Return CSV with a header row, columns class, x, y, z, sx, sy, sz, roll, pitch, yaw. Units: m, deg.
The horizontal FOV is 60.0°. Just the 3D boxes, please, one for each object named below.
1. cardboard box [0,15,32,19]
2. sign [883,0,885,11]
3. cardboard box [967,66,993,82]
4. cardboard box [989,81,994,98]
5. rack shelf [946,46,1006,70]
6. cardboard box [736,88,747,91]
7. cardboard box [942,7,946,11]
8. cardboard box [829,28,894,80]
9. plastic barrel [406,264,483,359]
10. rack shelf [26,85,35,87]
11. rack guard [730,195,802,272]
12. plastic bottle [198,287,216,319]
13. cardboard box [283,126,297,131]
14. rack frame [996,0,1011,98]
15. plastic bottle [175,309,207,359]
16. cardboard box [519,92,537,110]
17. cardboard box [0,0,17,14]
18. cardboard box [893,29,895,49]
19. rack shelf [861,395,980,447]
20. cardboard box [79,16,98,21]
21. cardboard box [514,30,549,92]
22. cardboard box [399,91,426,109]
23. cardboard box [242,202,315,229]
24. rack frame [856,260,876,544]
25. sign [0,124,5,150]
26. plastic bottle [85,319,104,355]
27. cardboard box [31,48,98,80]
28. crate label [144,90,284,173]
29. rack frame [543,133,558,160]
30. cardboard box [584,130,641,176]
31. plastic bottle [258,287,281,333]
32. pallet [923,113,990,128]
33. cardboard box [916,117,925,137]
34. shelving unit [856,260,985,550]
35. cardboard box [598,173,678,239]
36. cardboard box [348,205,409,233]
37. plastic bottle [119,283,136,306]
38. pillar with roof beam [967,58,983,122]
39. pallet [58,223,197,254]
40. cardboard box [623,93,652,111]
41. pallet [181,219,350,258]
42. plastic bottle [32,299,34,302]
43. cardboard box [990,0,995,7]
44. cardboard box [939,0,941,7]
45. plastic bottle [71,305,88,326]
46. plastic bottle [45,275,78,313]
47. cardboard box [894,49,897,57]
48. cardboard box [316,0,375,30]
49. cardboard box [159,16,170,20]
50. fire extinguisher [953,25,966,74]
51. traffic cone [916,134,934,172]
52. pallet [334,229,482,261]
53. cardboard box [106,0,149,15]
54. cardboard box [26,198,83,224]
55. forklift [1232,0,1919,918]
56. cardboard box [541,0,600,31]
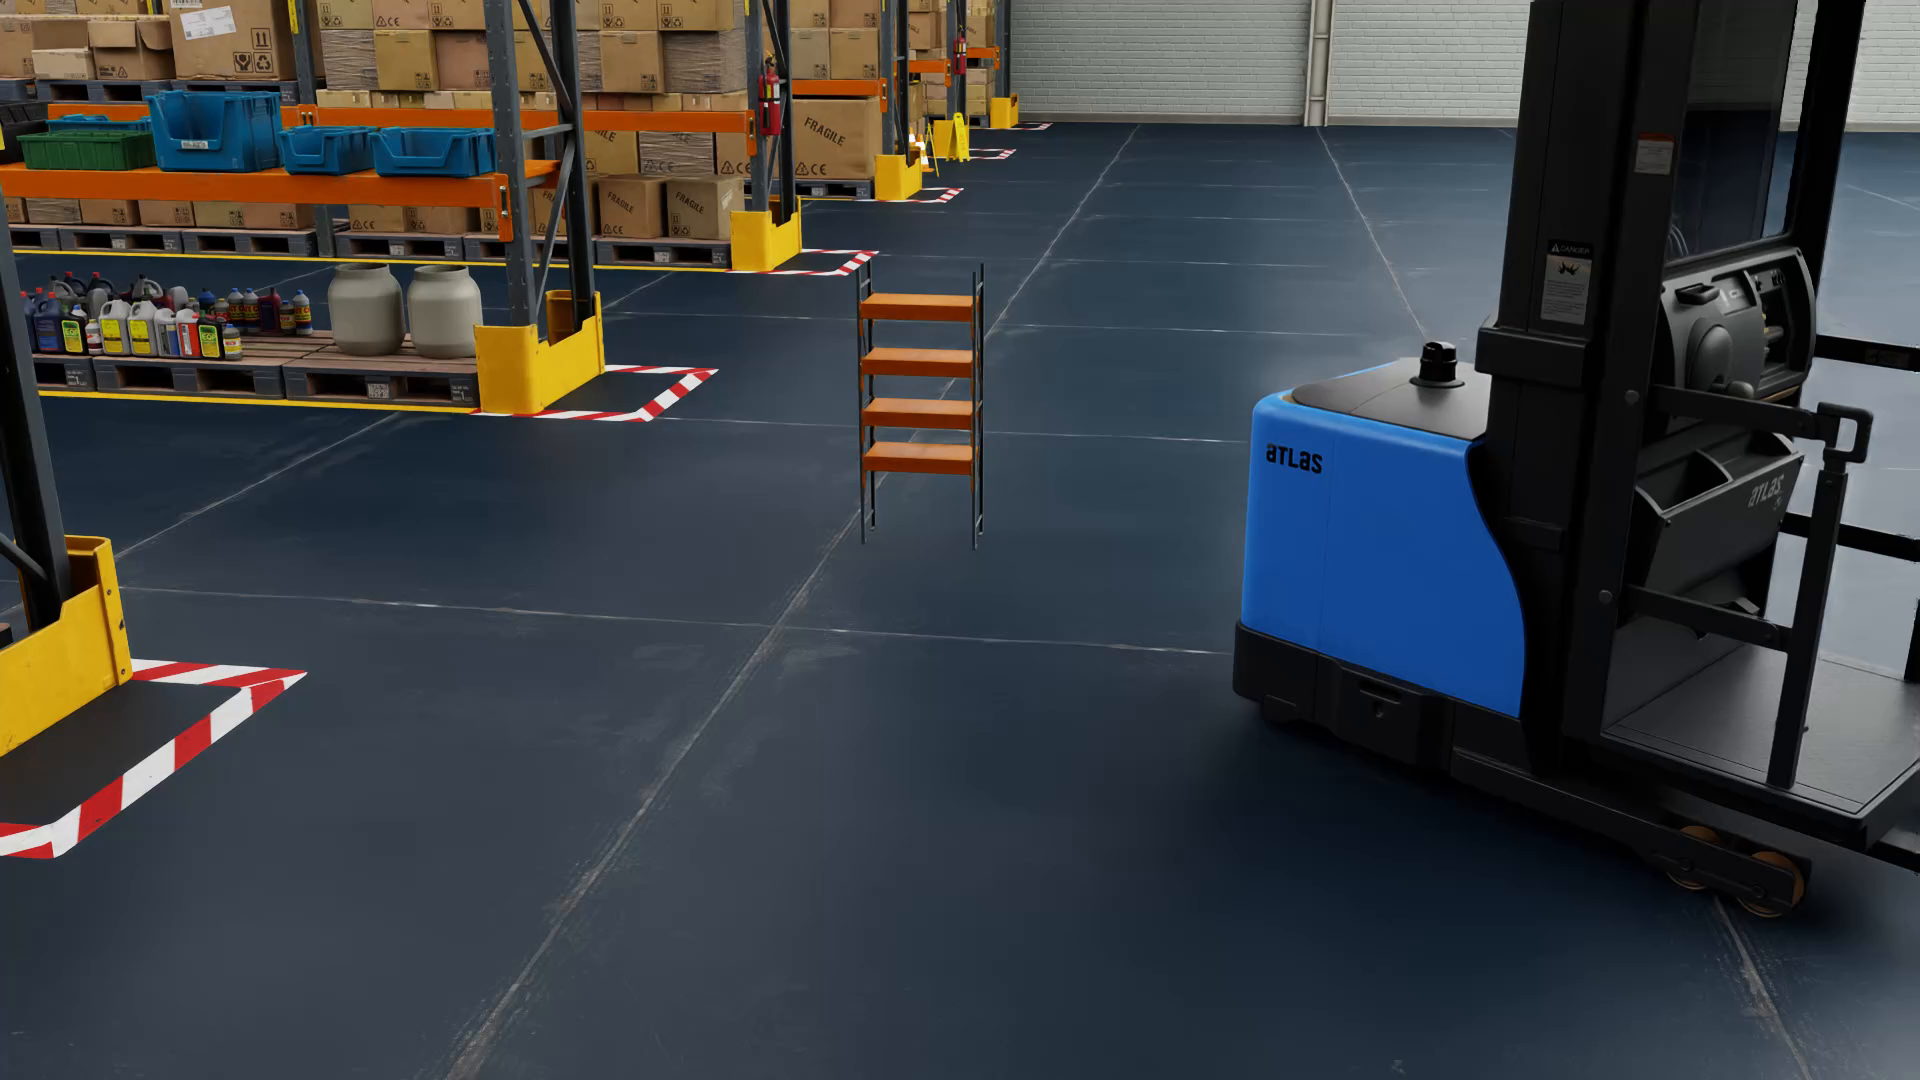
class,x,y,z,sx,sy,sz,roll,pitch,yaw
cardboard box,-11.236,-6.184,19.853,0.250,0.149,0.380,3,19,8
sign,-0.831,-5.925,18.087,0.005,0.325,0.100,3,19,9
cardboard box,0.293,-7.997,28.573,0.500,0.250,0.500,3,19,8
cardboard box,0.306,-7.765,28.668,0.500,0.250,0.500,3,19,10
rack shelf,-1.237,-8.304,28.527,4.000,0.370,1.077,3,19,9
cardboard box,-1.861,-3.854,14.491,0.250,0.149,0.380,3,19,9
cardboard box,-0.153,-8.865,27.891,0.250,0.149,0.380,3,19,10
cardboard box,-1.105,-5.509,18.804,0.550,0.550,0.875,3,19,9
plastic barrel,-3.065,-1.361,9.903,0.421,0.512,0.421,0,18,0
rack shelf,-10.605,-5.595,20.433,4.000,0.370,1.077,3,19,9
rack guard,-1.693,-2.703,14.593,0.348,0.500,1.175,3,19,9
plastic bottle,-4.781,-1.469,10.573,0.097,0.271,0.097,0,18,0
cardboard box,-8.043,-4.909,20.132,0.750,0.750,1.050,3,19,8
rack frame,0.738,-8.544,28.113,0.127,3.000,1.000,3,19,9
plastic bottle,-4.531,-1.226,9.840,0.135,0.276,0.152,3,19,9
cardboard box,-3.666,-3.792,14.305,0.250,0.149,0.380,3,19,9
cardboard box,-14.394,-8.155,25.216,0.500,0.500,0.500,3,19,8
cardboard box,-1.119,-7.145,23.305,0.500,0.500,0.500,3,19,9
rack shelf,-0.163,-0.514,7.159,0.480,0.148,0.258,3,19,9
cardboard box,-10.194,-6.132,19.699,0.250,0.149,0.380,3,19,9
cardboard box,-3.648,-4.164,14.395,0.500,0.500,0.875,3,19,9
cardboard box,-4.658,-3.831,14.423,0.250,0.149,0.380,3,19,9
cardboard box,-6.170,-3.147,15.226,0.500,0.500,0.700,1,19,4
rack frame,-0.404,-0.590,7.174,0.015,1.200,0.240,3,19,9
sign,-3.099,-1.403,5.279,0.005,0.325,0.100,3,19,9
plastic bottle,-5.160,-1.214,9.921,0.097,0.201,0.097,0,18,0
cardboard box,-7.898,-4.259,14.878,0.500,0.250,0.500,2,19,7
crate label,-4.264,-2.358,9.566,0.616,0.435,0.502,3,19,9
rack frame,-4.681,-5.635,19.416,0.127,3.000,1.000,3,19,9
cardboard box,-4.071,-4.773,19.526,0.875,0.875,0.875,3,19,9
plastic bottle,-4.365,-1.459,10.525,0.133,0.283,0.061,3,19,10
pallet,-0.024,-7.248,28.631,1.213,0.211,1.003,3,19,9
cardboard box,-0.799,-6.012,24.214,0.500,0.250,0.500,3,19,8
shelving unit,-0.163,-0.577,7.138,0.503,1.200,0.258,3,19,9
cardboard box,-2.827,-2.954,14.683,0.500,0.500,0.500,8,20,23
cardboard box,-5.179,-3.067,15.019,0.500,0.500,0.500,2,19,7
plastic bottle,-5.314,-1.508,10.669,0.133,0.283,0.061,4,19,12
pillar with roof beam,-0.490,-10.358,24.078,0.400,9.000,9.100,3,19,9
pallet,-7.544,-2.863,15.527,1.213,0.211,1.003,3,19,9
cardboard box,-2.678,-3.742,14.155,0.250,0.149,0.380,3,19,9
pallet,-6.336,-2.802,15.345,1.213,0.211,1.003,3,19,9
plastic bottle,-5.945,-1.495,10.761,0.097,0.201,0.097,0,18,0
cardboard box,0.440,-9.124,28.197,0.250,0.149,0.380,3,19,8
cardboard box,-0.395,-9.036,27.932,0.250,0.149,0.380,3,19,9
plastic bottle,-5.284,-1.273,9.987,0.097,0.271,0.097,0,18,0
plastic bottle,-5.694,-1.499,10.538,0.185,0.351,0.144,3,19,9
cardboard box,-0.967,-6.819,23.353,0.250,0.149,0.380,3,19,8
cardboard box,-5.163,-4.646,14.260,0.500,0.500,0.500,3,19,9
cardboard box,-9.187,-6.079,19.541,0.250,0.149,0.380,2,19,6
fire extinguisher,-0.006,-6.802,23.028,0.183,0.674,0.296,3,19,9
traffic cone,-0.516,-5.039,21.633,0.334,0.463,0.336,3,19,9
pallet,-4.899,-2.741,15.162,1.213,0.211,1.003,3,19,9
cardboard box,-12.404,-8.052,24.907,0.500,0.500,0.500,3,19,8
cardboard box,-8.302,-3.259,15.562,0.500,0.500,0.700,1,19,4
forklift,2.290,-0.587,4.437,1.130,2.935,3.031,-17,25,-41
cardboard box,-3.188,-4.547,13.962,0.500,0.500,0.500,3,19,9
